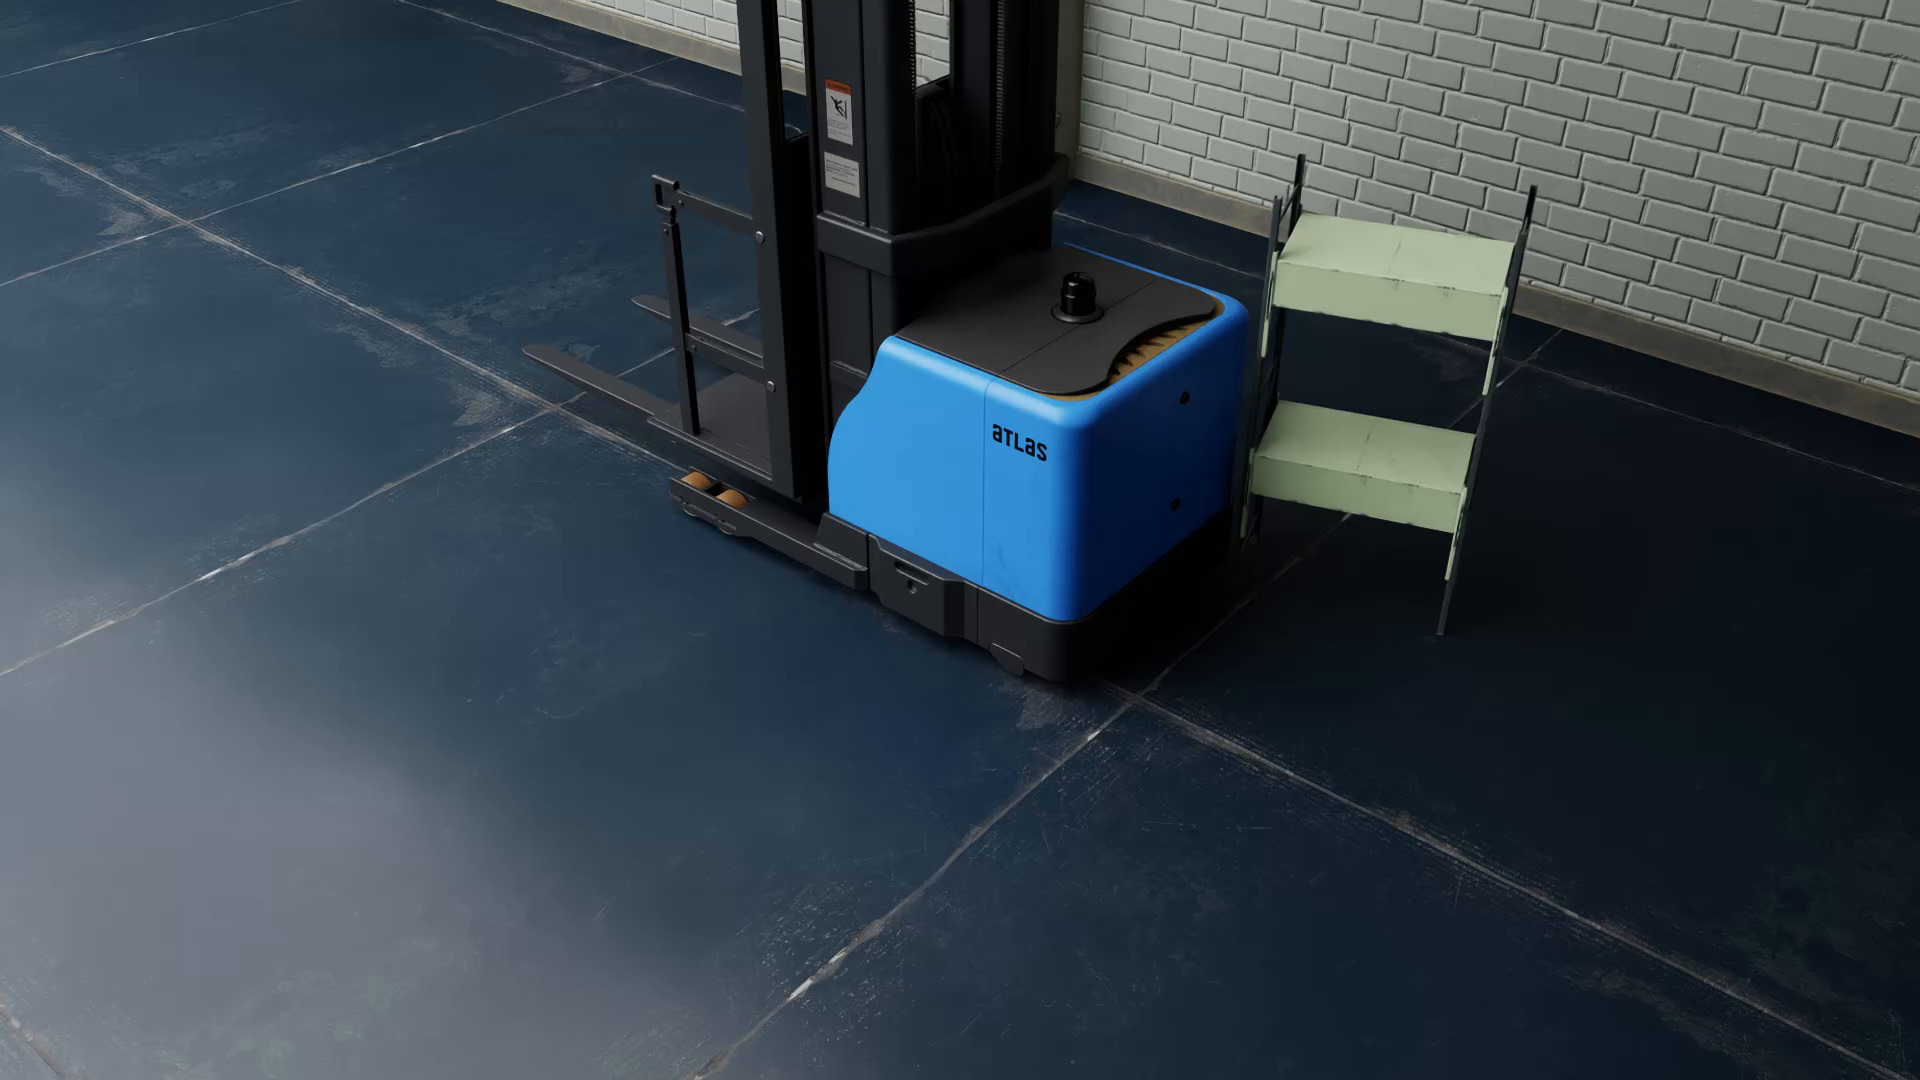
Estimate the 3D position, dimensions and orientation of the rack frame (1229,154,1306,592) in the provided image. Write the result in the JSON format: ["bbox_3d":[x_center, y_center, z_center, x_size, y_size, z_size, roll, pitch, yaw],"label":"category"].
[{"bbox_3d":[1.050,-0.539,5.710,0.023,1.500,0.400,12,36,17],"label":"rack frame"}]

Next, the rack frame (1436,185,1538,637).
[{"bbox_3d":[1.734,-0.391,5.495,0.023,1.500,0.400,12,36,17],"label":"rack frame"}]

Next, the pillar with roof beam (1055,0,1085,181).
[{"bbox_3d":[-2.353,-3.847,3.902,0.400,9.000,9.100,25,42,32],"label":"pillar with roof beam"}]

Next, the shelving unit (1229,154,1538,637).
[{"bbox_3d":[1.392,-0.465,5.603,0.755,1.500,0.431,12,36,17],"label":"shelving unit"}]

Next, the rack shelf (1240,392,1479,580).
[{"bbox_3d":[1.392,-0.197,5.787,0.720,0.370,0.431,12,36,17],"label":"rack shelf"}]

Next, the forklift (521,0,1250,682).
[{"bbox_3d":[-0.480,-1.434,5.748,3.031,2.935,1.130,25,42,32],"label":"forklift"}]

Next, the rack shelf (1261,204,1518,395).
[{"bbox_3d":[1.392,-0.787,5.382,0.720,0.370,0.431,12,36,17],"label":"rack shelf"}]
